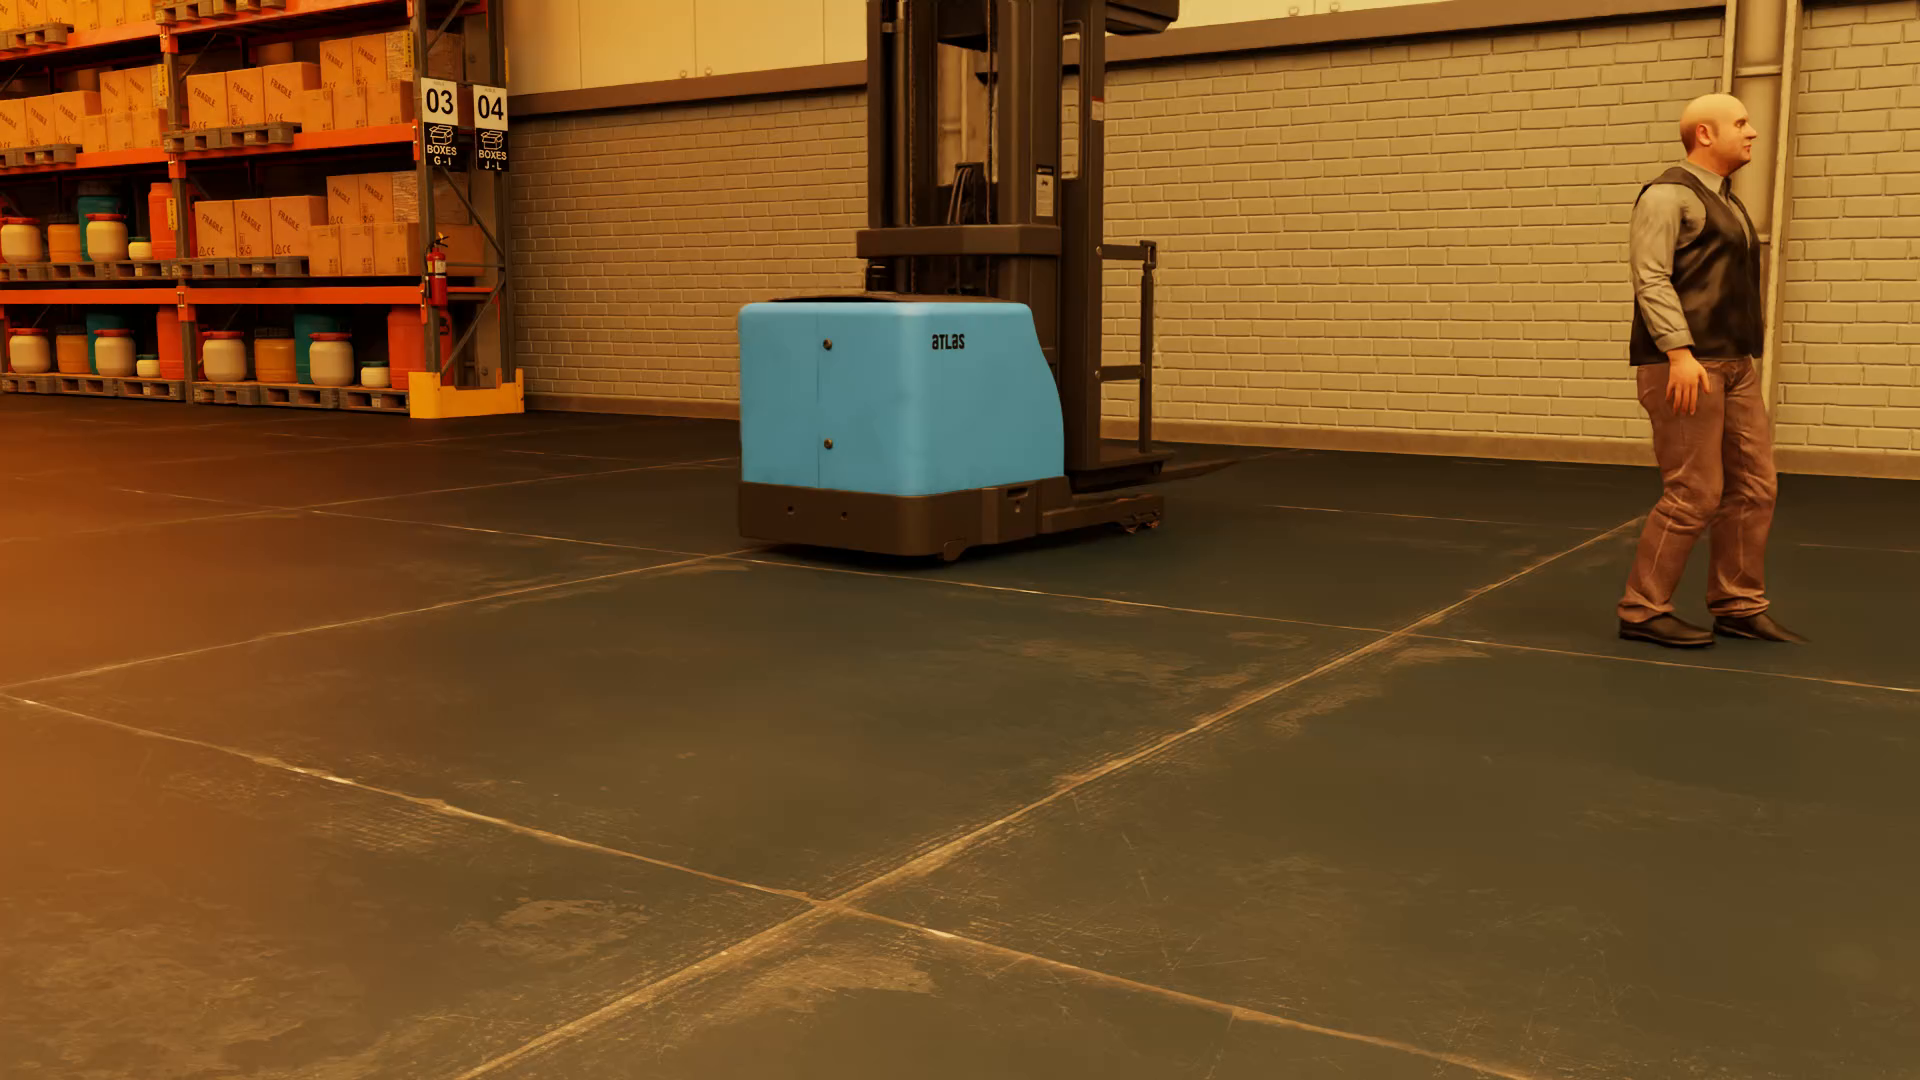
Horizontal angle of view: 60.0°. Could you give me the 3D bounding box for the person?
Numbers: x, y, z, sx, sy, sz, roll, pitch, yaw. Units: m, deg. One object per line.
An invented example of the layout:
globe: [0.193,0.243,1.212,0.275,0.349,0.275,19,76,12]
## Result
person: [2.380,-0.507,5.216,0.614,1.751,0.513,-8,11,-43]

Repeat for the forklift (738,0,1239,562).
forklift: [0.333,-1.523,7.902,1.130,2.935,3.031,6,10,37]
